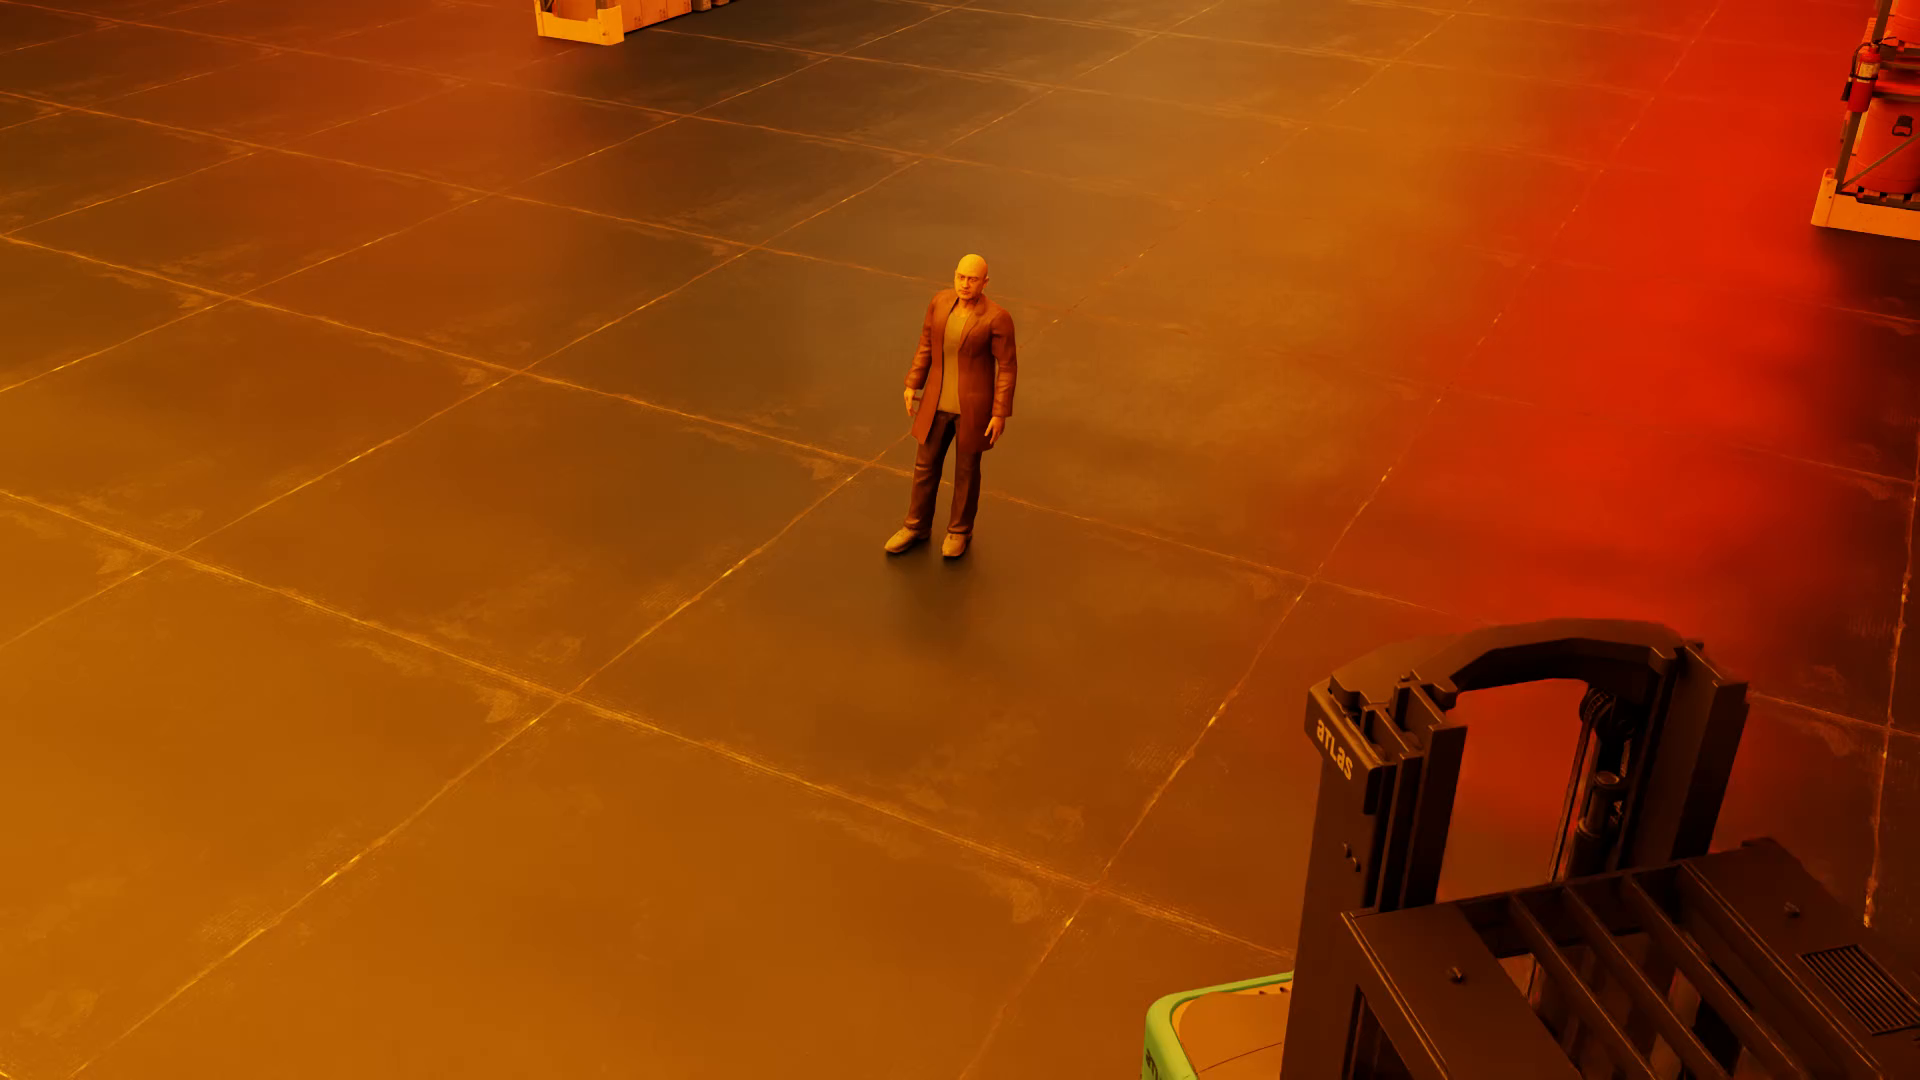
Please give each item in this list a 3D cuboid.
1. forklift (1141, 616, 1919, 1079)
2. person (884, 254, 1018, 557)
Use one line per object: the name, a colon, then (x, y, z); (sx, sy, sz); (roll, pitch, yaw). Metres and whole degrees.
forklift: (1.426, 1.783, 3.982); (1.130, 2.935, 3.031); (-7, 31, -12)
person: (-0.048, -0.738, 9.488); (0.696, 1.776, 0.582); (15, 33, 25)
